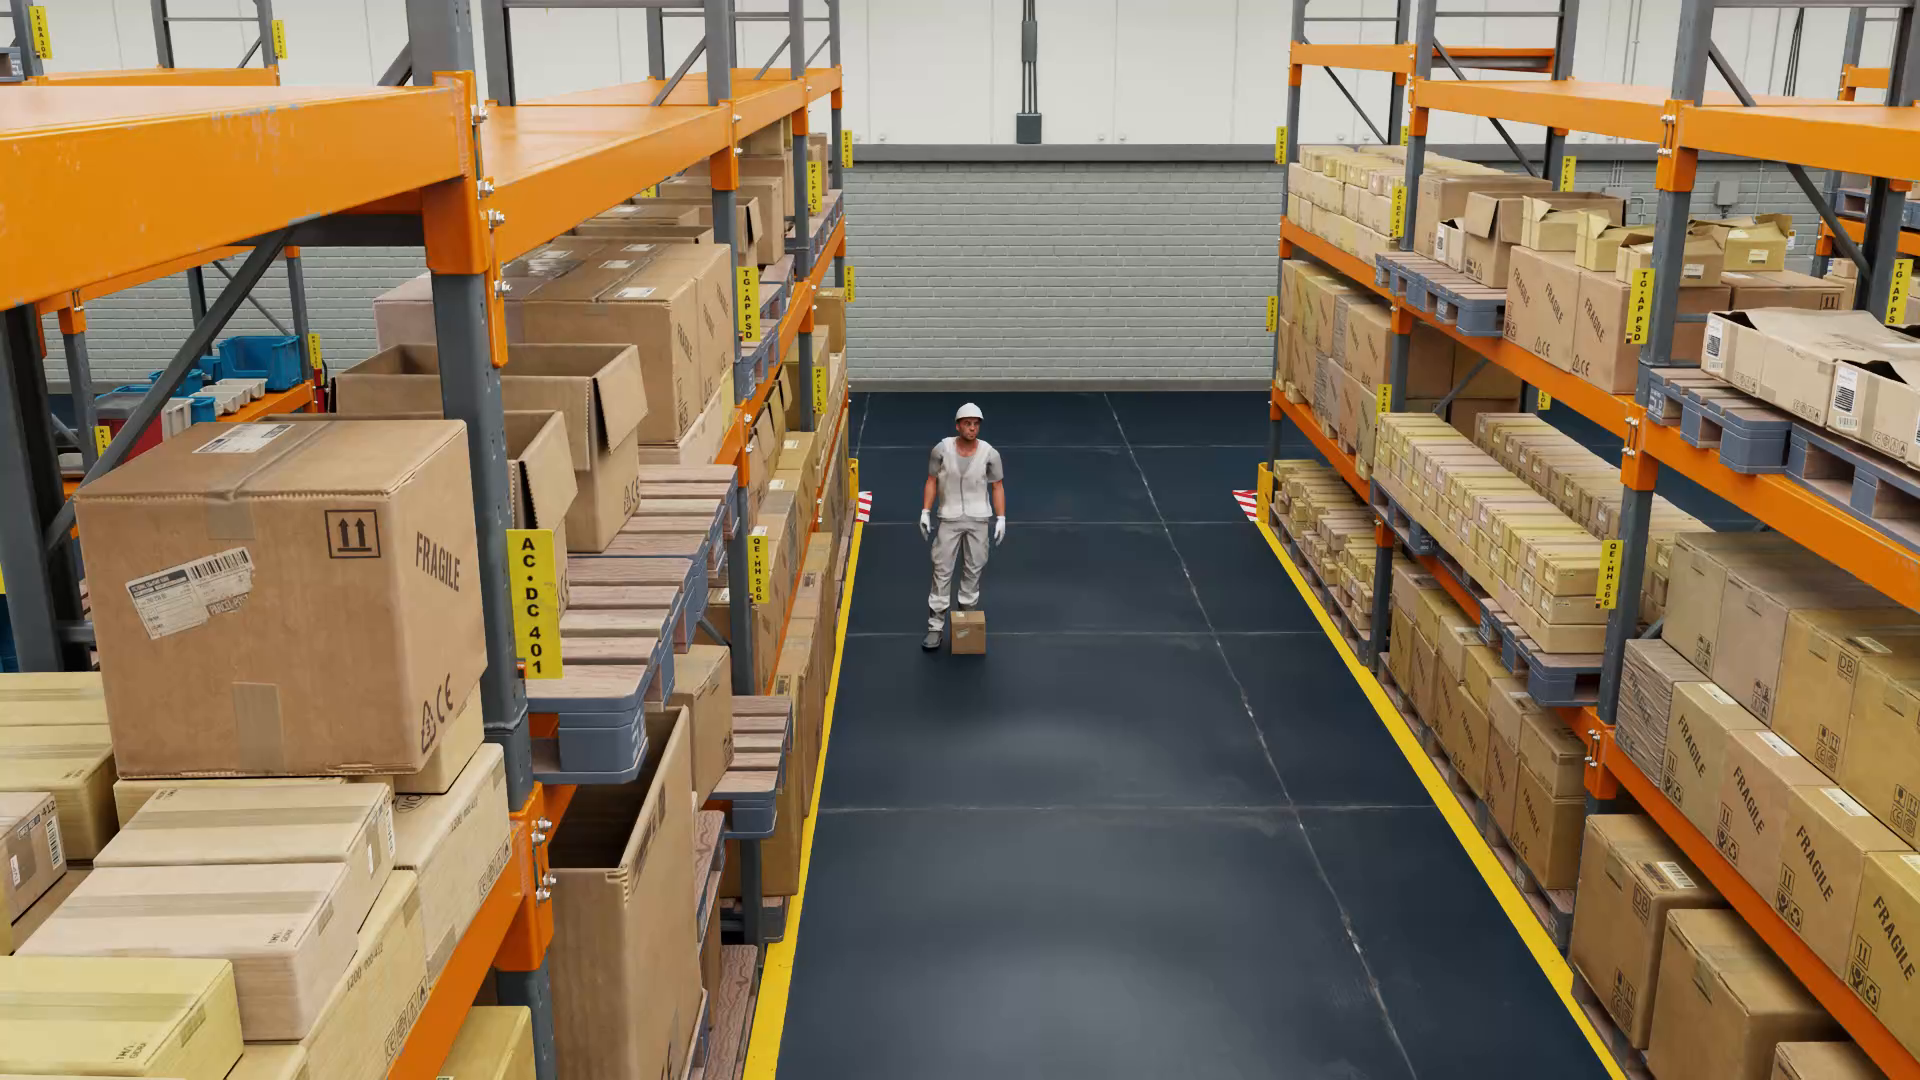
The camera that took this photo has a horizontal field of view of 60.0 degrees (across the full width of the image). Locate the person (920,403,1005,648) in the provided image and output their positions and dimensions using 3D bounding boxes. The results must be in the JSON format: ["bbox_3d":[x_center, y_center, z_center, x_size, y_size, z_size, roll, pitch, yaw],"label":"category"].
[{"bbox_3d":[0.020,-0.111,12.333,0.638,1.789,0.563,0,17,-1],"label":"person"}]
